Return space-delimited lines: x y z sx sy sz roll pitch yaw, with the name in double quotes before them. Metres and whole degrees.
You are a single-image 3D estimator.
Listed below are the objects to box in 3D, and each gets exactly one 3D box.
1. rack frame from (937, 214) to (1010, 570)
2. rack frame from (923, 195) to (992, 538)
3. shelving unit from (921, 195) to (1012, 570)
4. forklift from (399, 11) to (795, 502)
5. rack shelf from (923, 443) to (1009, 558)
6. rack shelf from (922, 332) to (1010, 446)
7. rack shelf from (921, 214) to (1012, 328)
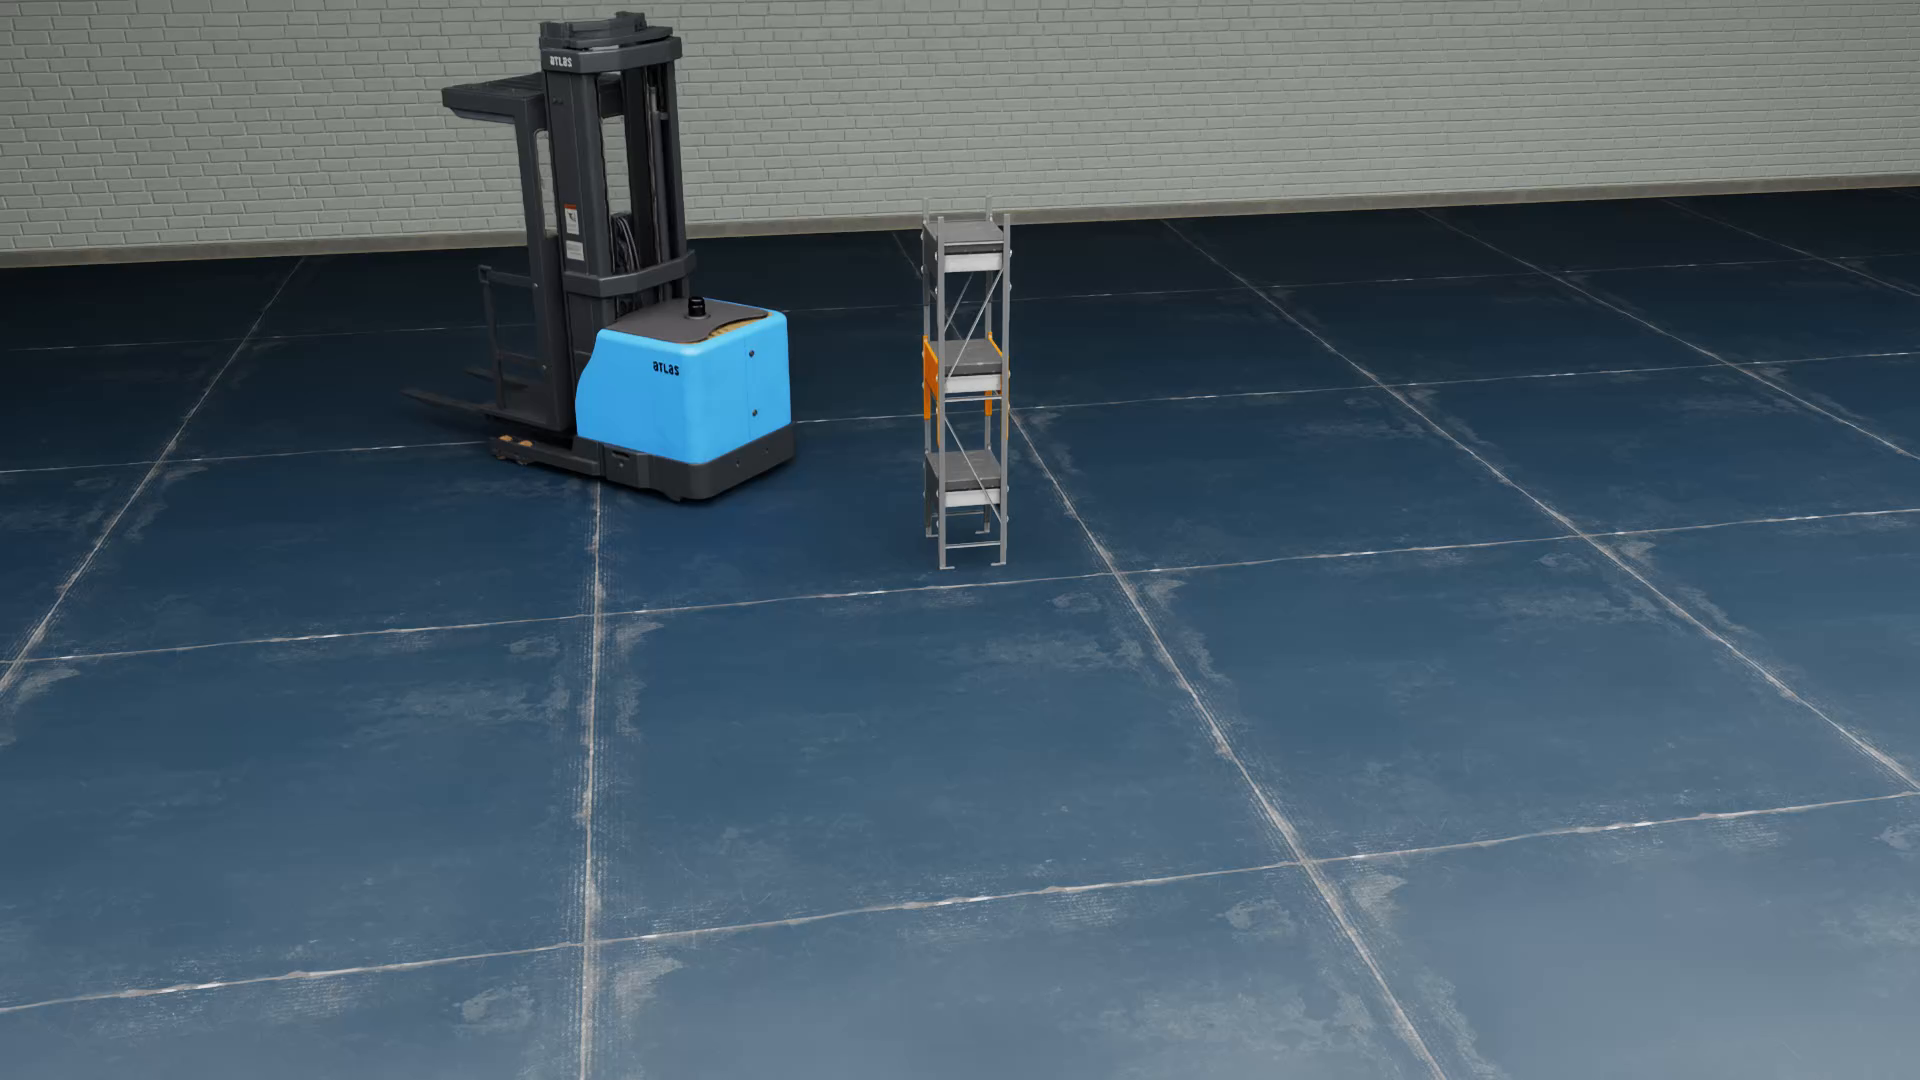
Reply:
"rack frame" 0.076 -0.801 9.461 0.400 2.100 0.015 -4 24 -10
"rack frame" -0.015 -0.993 9.900 0.400 2.100 0.015 -4 24 -10
"shelving unit" 0.031 -0.897 9.681 0.431 2.100 0.503 -4 24 -10
"forklift" -2.654 -2.020 11.213 3.031 2.935 1.130 14 27 29
"rack shelf" 0.031 -0.243 9.966 0.431 0.518 0.480 -4 24 -10
"rack shelf" 0.031 -0.885 9.686 0.431 0.518 0.480 -4 24 -10
"rack shelf" 0.031 -1.526 9.406 0.431 0.518 0.480 -4 24 -10
